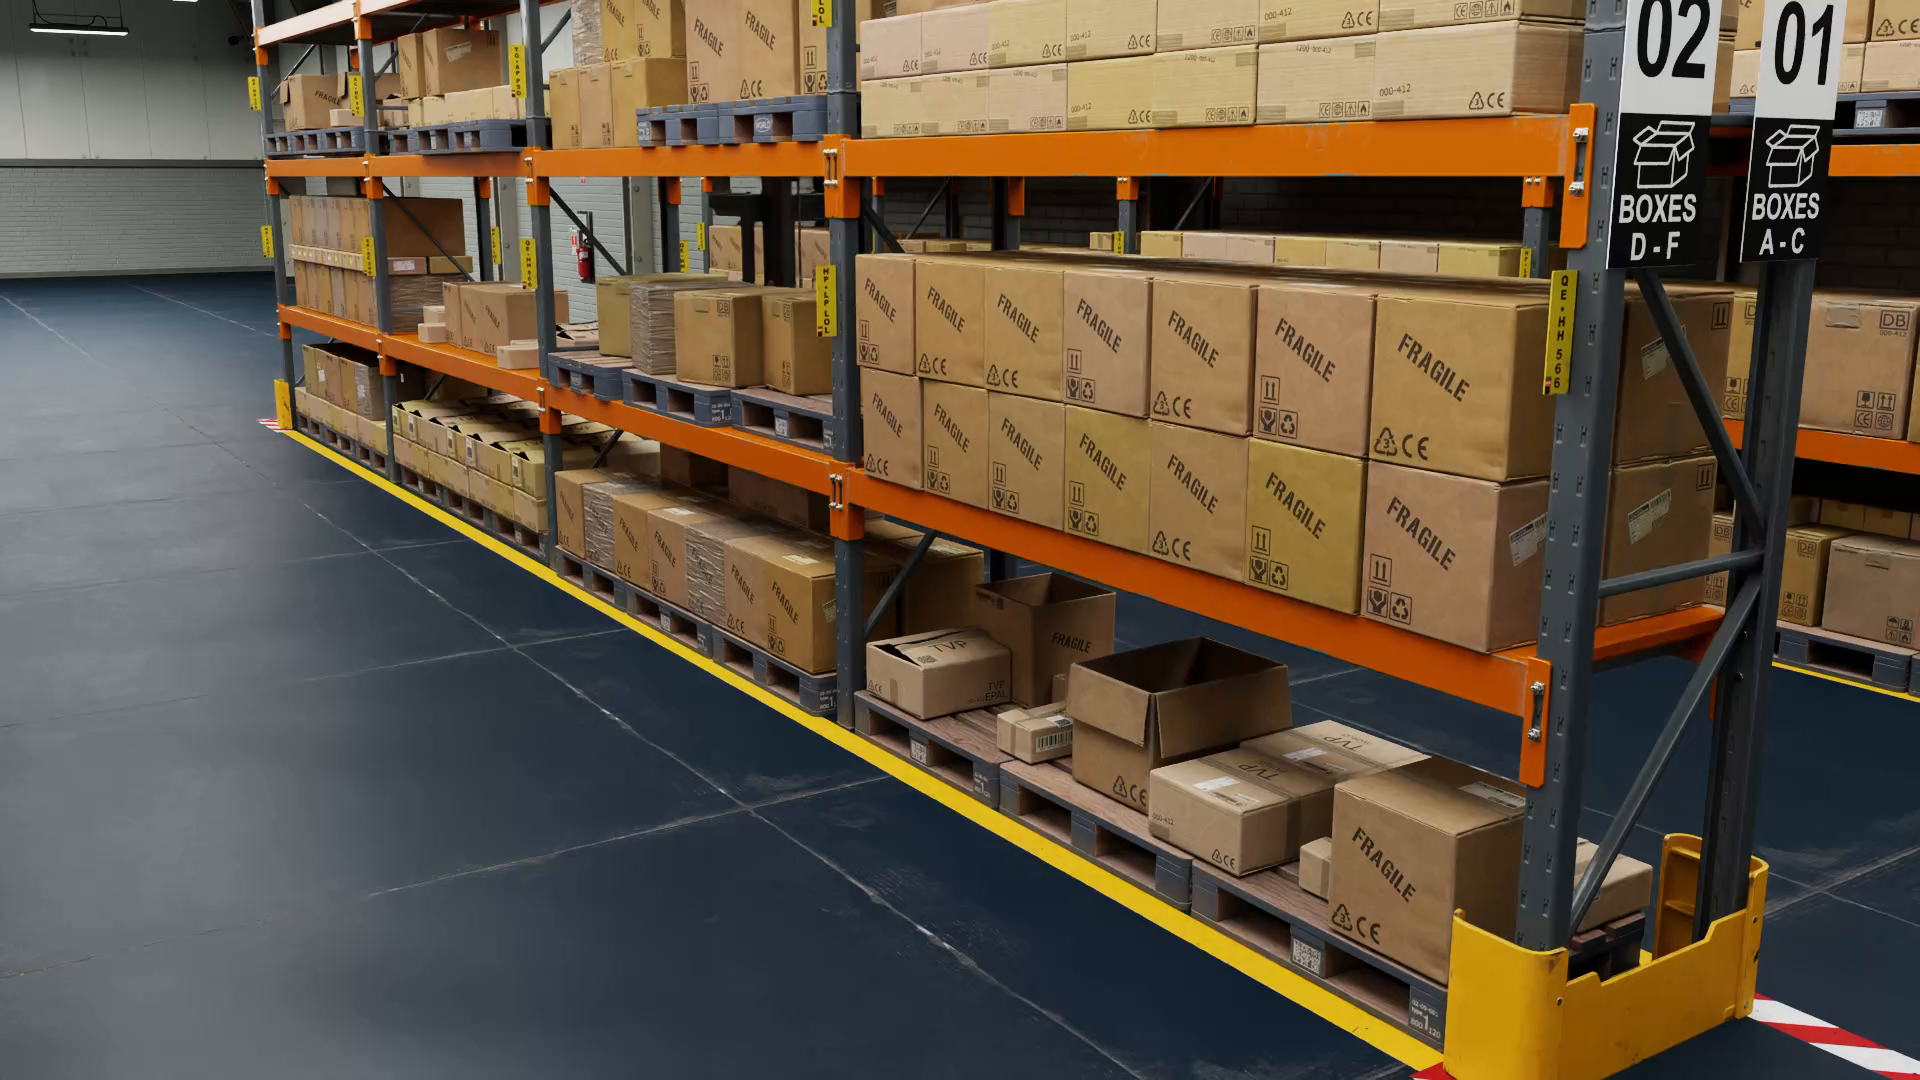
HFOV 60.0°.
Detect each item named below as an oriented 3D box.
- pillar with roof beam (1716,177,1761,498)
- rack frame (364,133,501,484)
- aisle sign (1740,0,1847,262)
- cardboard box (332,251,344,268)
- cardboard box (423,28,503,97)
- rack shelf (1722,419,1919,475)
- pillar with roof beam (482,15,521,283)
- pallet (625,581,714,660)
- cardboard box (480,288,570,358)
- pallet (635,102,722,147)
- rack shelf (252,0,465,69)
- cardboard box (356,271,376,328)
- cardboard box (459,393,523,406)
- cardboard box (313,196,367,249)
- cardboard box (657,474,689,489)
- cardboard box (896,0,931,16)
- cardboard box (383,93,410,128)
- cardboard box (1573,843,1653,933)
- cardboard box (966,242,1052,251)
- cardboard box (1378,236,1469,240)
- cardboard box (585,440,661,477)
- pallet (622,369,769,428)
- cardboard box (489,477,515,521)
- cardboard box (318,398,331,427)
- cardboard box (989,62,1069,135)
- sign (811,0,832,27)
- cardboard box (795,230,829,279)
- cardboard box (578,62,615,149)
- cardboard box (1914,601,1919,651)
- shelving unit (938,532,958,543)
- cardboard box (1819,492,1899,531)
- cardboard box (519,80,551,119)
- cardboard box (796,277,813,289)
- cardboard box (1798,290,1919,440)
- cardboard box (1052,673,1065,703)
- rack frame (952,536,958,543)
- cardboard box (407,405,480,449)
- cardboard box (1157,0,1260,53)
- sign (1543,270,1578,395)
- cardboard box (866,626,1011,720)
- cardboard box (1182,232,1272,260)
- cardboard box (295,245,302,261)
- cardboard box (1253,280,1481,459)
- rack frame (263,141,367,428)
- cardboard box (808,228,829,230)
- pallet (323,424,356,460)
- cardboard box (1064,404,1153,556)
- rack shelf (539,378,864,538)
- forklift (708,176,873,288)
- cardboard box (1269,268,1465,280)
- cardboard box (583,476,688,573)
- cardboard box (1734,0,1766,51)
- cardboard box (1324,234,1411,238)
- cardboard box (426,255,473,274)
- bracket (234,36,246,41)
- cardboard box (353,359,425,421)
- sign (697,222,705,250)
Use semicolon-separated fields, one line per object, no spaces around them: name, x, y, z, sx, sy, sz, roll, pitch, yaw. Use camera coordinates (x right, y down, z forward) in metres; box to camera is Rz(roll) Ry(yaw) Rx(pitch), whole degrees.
pillar with roof beam;1.491;-3.588;7.705;9.100;9.000;0.400;-8;15;-33
rack frame;-4.588;-2.025;14.599;1.000;3.000;0.127;-8;15;-33
aisle sign;2.343;-1.183;4.666;0.394;0.787;0.004;-8;15;-33
cardboard box;-5.769;-2.686;15.872;0.380;0.149;0.250;-8;14;-31
cardboard box;-3.944;-3.775;13.196;0.500;0.500;0.500;-6;14;-27
rack shelf;5.075;-0.482;9.228;1.077;0.370;4.000;-8;15;-33
pillar with roof beam;-11.807;-7.856;27.224;9.100;9.000;0.400;-8;15;-33
pallet;-1.317;0.403;10.025;1.003;0.211;1.213;-8;15;-33
cardboard box;-3.315;-1.659;12.691;0.500;0.500;0.500;-9;15;-36
pallet;-1.035;-2.284;9.203;1.213;0.211;1.003;-8;15;-33
rack shelf;-5.696;-4.764;15.705;1.077;0.370;4.000;-8;15;-33
cardboard box;-5.136;-2.245;15.372;0.700;0.500;0.500;-8;15;-33
cardboard box;-4.125;-1.123;14.614;0.500;0.311;0.500;-8;15;-33
cardboard box;-5.951;-3.142;16.439;0.700;0.500;0.500;-8;15;-33
cardboard box;-1.658;-0.169;10.933;0.500;0.500;0.500;-7;14;-31
cardboard box;0.146;-2.523;7.281;0.700;0.500;0.500;-8;15;-33
cardboard box;-4.946;-3.937;15.220;0.500;0.311;0.500;-9;15;-36
cardboard box;2.115;1.172;5.624;0.380;0.149;0.250;-8;15;-33
cardboard box;0.482;-2.567;15.817;0.700;0.500;0.500;-6;14;-25
cardboard box;3.351;-2.053;11.995;0.500;0.250;0.500;-9;15;-35
cardboard box;-2.417;-0.577;12.120;0.500;0.311;0.500;-8;14;-31
pallet;-1.290;-0.874;9.788;1.003;0.211;1.213;-8;15;-33
cardboard box;-3.155;-0.331;12.308;0.500;0.250;0.500;-8;15;-33
cardboard box;-6.135;-1.299;16.733;0.500;0.250;0.500;-8;15;-33
cardboard box;0.458;-1.700;6.443;0.500;0.250;0.500;-8;15;-33
sign;-0.615;-2.446;7.372;0.100;0.325;0.005;-8;15;-33
cardboard box;-1.537;-3.141;18.253;0.500;0.500;0.500;-9;15;-34
cardboard box;-1.819;-2.663;10.264;0.910;0.500;0.500;-8;15;-33
cardboard box;5.434;0.337;8.669;0.700;0.500;0.500;-8;15;-33
shelving unit;-0.008;-0.589;12.245;0.258;1.200;0.189;-8;15;-33
cardboard box;5.104;-0.163;9.435;0.380;0.149;0.250;-8;15;-34
cardboard box;-2.670;-2.985;11.336;0.500;0.250;0.500;-9;15;-37
cardboard box;-1.541;-2.774;18.329;0.500;0.250;0.500;-8;15;-33
cardboard box;5.065;-0.978;9.112;0.980;0.700;0.700;-9;15;-35
cardboard box;0.654;0.703;7.769;0.380;0.149;0.250;-8;15;-33
rack frame;0.043;-0.572;12.171;0.240;1.200;0.006;-8;15;-33
cardboard box;-4.293;-0.968;13.908;0.500;0.311;0.500;-8;15;-33
cardboard box;1.013;-1.766;5.577;0.500;0.250;0.500;-8;15;-33
sign;1.588;-0.549;4.399;0.100;0.325;0.005;-8;15;-33
cardboard box;-0.103;0.597;7.875;0.500;0.311;0.500;-8;15;-33
cardboard box;2.086;-2.264;12.960;0.500;0.250;0.500;-8;15;-34
cardboard box;-6.617;-2.960;17.124;0.380;0.149;0.250;-9;15;-34
cardboard box;1.305;-0.564;5.346;0.500;0.500;0.500;-8;14;-31
rack frame;-6.804;-2.736;17.852;1.000;3.000;0.127;-8;15;-33
cardboard box;-1.404;-3.296;18.960;0.500;0.500;0.500;-8;15;-32
pallet;-5.673;-1.026;16.560;1.003;0.211;1.213;-8;15;-33
cardboard box;0.745;-0.258;6.285;0.500;0.500;0.500;-8;15;-34
rack shelf;-1.263;-0.606;9.797;1.077;0.370;4.000;-8;15;-33
forklift;-1.444;-1.906;14.216;1.130;2.935;3.031;-8;15;-32
cardboard box;1.466;-0.720;6.057;0.500;0.500;0.500;-8;15;-32
cardboard box;-2.062;-0.100;10.619;0.500;0.500;0.500;-9;15;-35
cardboard box;4.418;-2.951;9.191;0.500;0.500;0.500;-8;15;-34
cardboard box;3.066;-2.146;12.421;0.500;0.250;0.500;-9;15;-34
cardboard box;-4.575;-2.461;14.843;0.380;0.149;0.250;-8;15;-33
bracket;-19.707;-13.674;45.401;0.076;0.066;3.189;-8;15;-33
cardboard box;-5.294;-1.400;15.440;0.500;0.500;0.500;-8;15;-33
sign;-3.134;-3.682;20.150;0.100;0.325;0.005;-8;15;-33
